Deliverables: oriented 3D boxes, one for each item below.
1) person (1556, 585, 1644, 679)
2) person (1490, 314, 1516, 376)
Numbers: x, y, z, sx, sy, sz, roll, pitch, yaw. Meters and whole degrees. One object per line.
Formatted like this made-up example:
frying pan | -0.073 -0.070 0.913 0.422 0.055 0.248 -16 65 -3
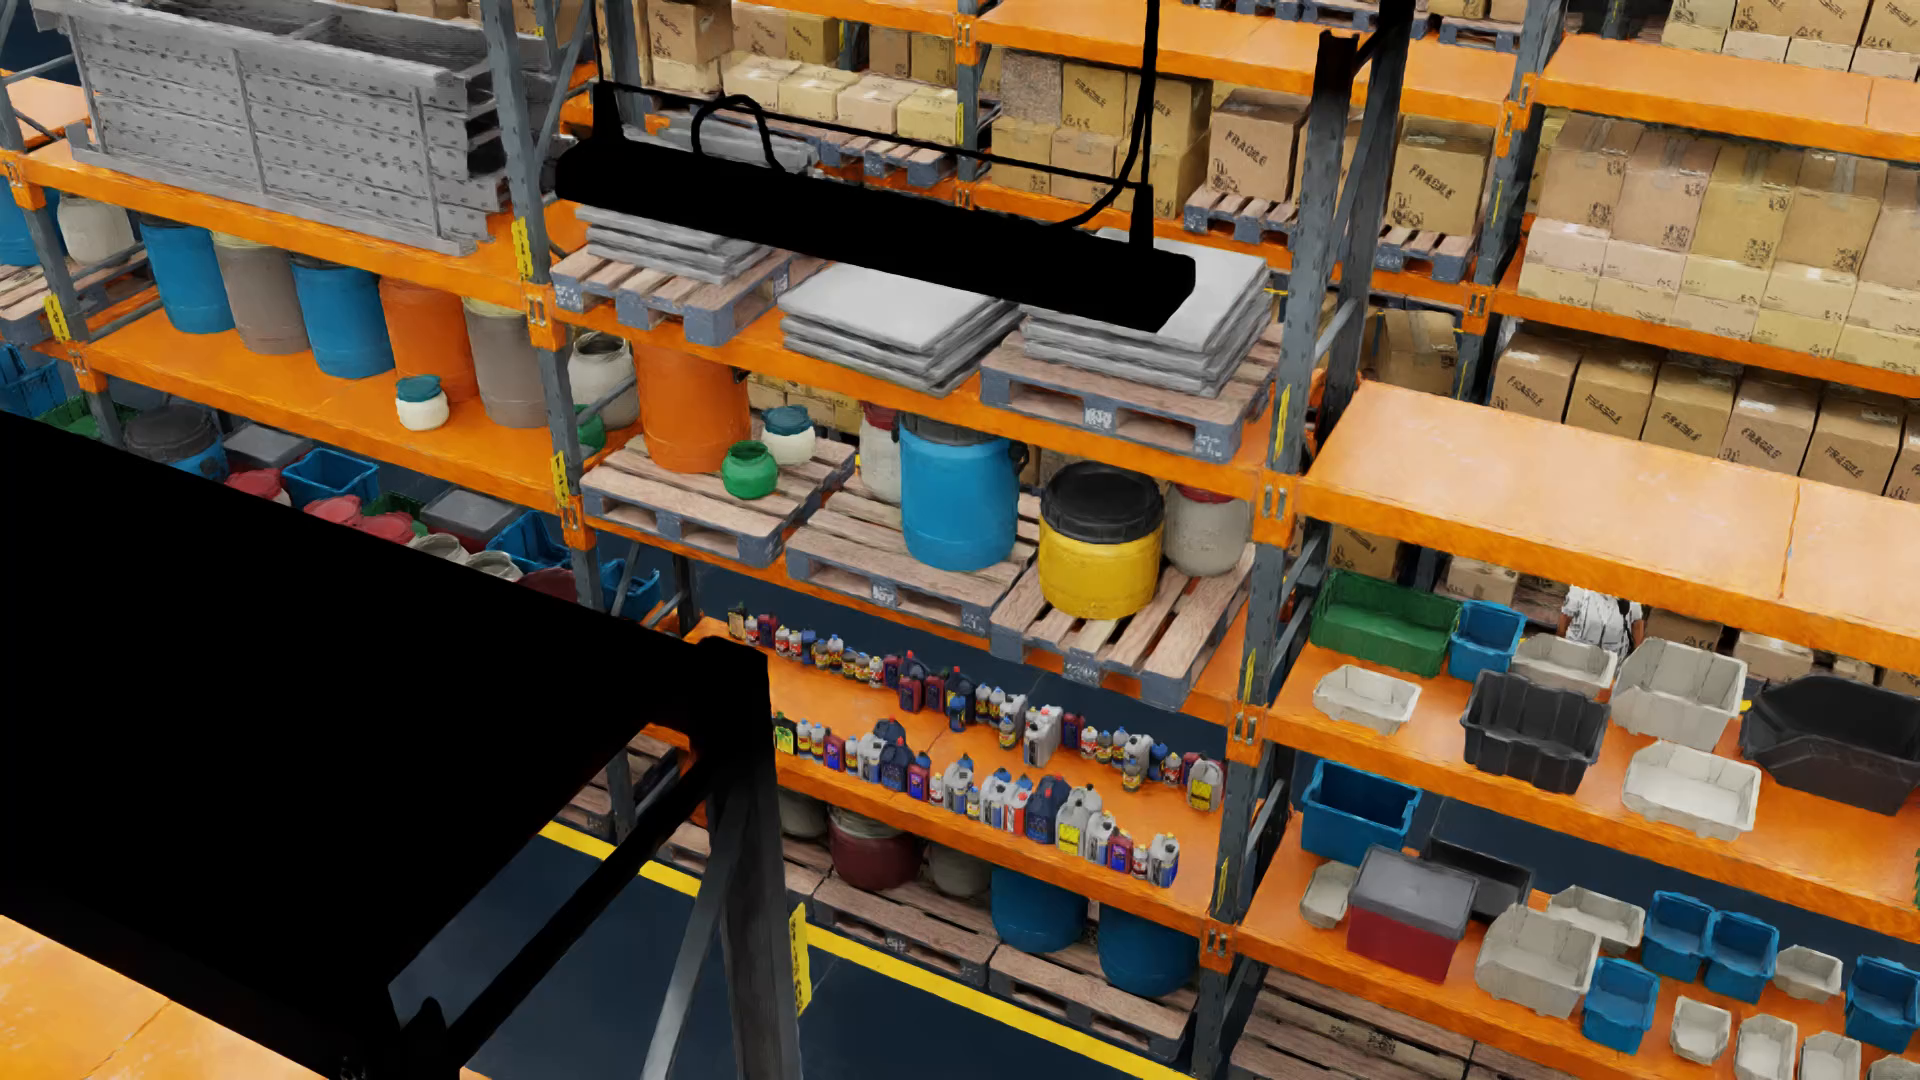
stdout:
person | 4.318 0.766 11.307 0.636 1.674 0.394 10 36 14
person | 4.728 -1.726 14.838 1.104 1.700 0.543 18 39 24
